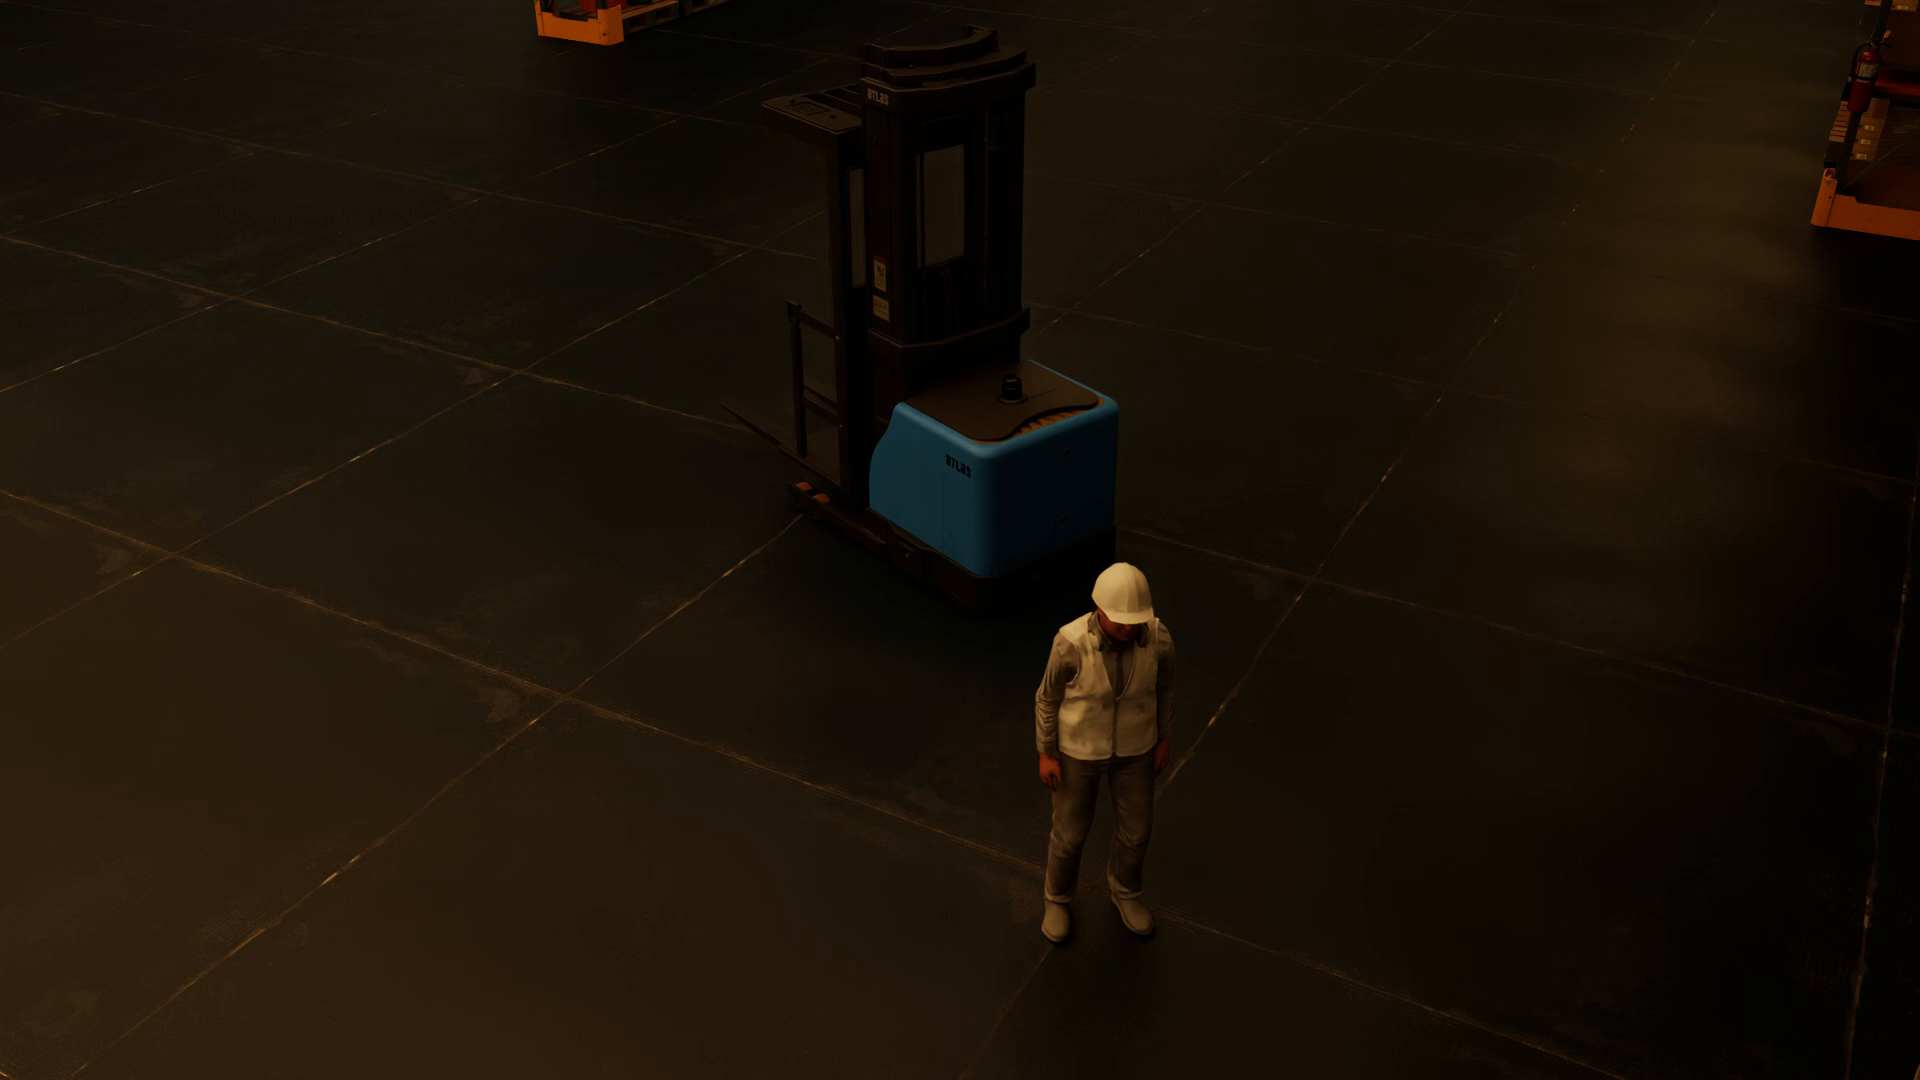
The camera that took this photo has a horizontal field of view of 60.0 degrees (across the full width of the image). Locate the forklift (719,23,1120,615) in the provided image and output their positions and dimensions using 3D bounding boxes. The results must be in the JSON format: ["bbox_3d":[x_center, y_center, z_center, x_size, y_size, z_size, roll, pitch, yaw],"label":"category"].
[{"bbox_3d":[-0.414,-1.527,9.716,1.130,2.935,3.031,-22,37,-33],"label":"forklift"}]

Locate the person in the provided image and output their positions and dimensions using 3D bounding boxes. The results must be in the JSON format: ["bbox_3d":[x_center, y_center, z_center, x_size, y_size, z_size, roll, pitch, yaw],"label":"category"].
[{"bbox_3d":[0.594,0.844,6.773,0.582,1.771,0.458,-5,30,-9],"label":"person"}]
